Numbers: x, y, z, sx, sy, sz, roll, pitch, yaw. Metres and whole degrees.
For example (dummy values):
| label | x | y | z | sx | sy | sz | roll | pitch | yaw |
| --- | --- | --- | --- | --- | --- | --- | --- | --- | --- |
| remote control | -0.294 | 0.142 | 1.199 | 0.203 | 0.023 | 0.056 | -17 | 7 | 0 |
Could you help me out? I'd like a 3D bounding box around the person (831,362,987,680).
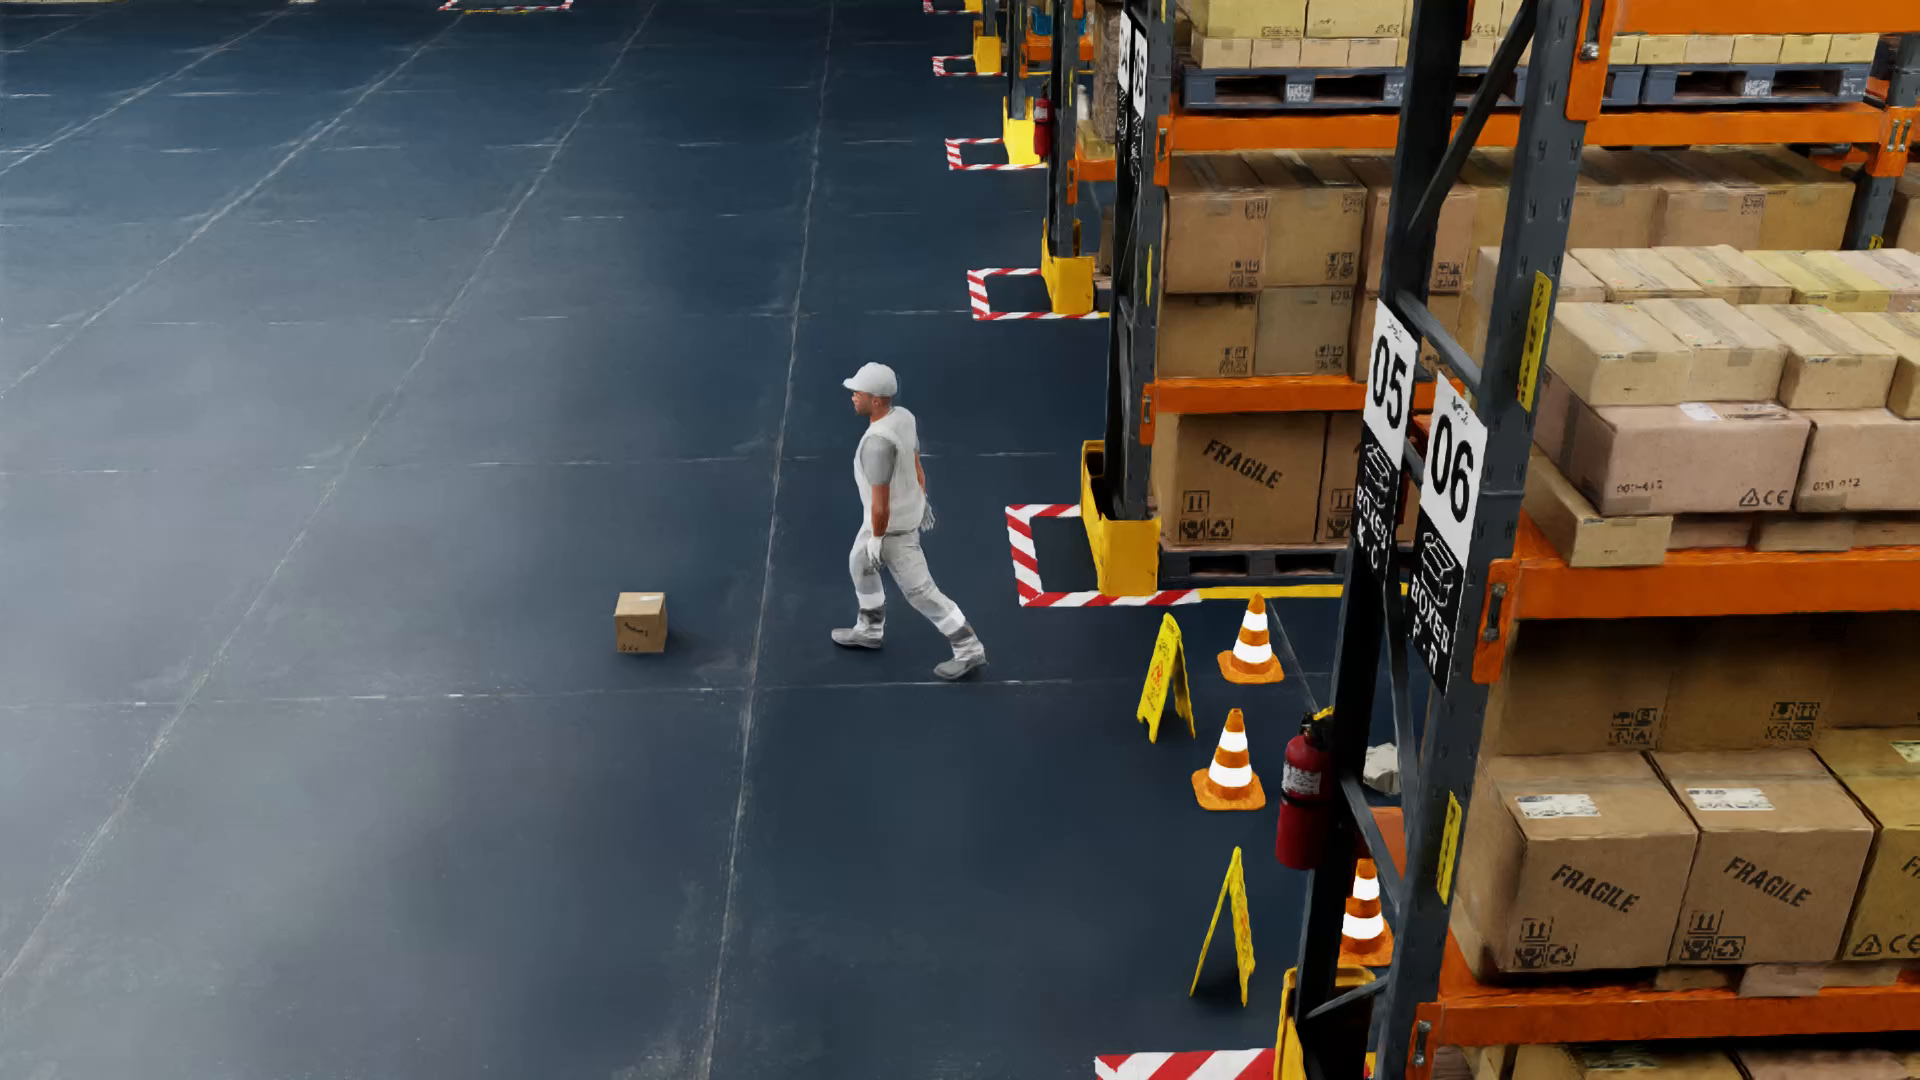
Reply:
| label | x | y | z | sx | sy | sz | roll | pitch | yaw |
| --- | --- | --- | --- | --- | --- | --- | --- | --- | --- |
| person | -0.294 | -0.110 | 8.842 | 0.919 | 1.733 | 0.583 | 4 | 28 | 7 |
